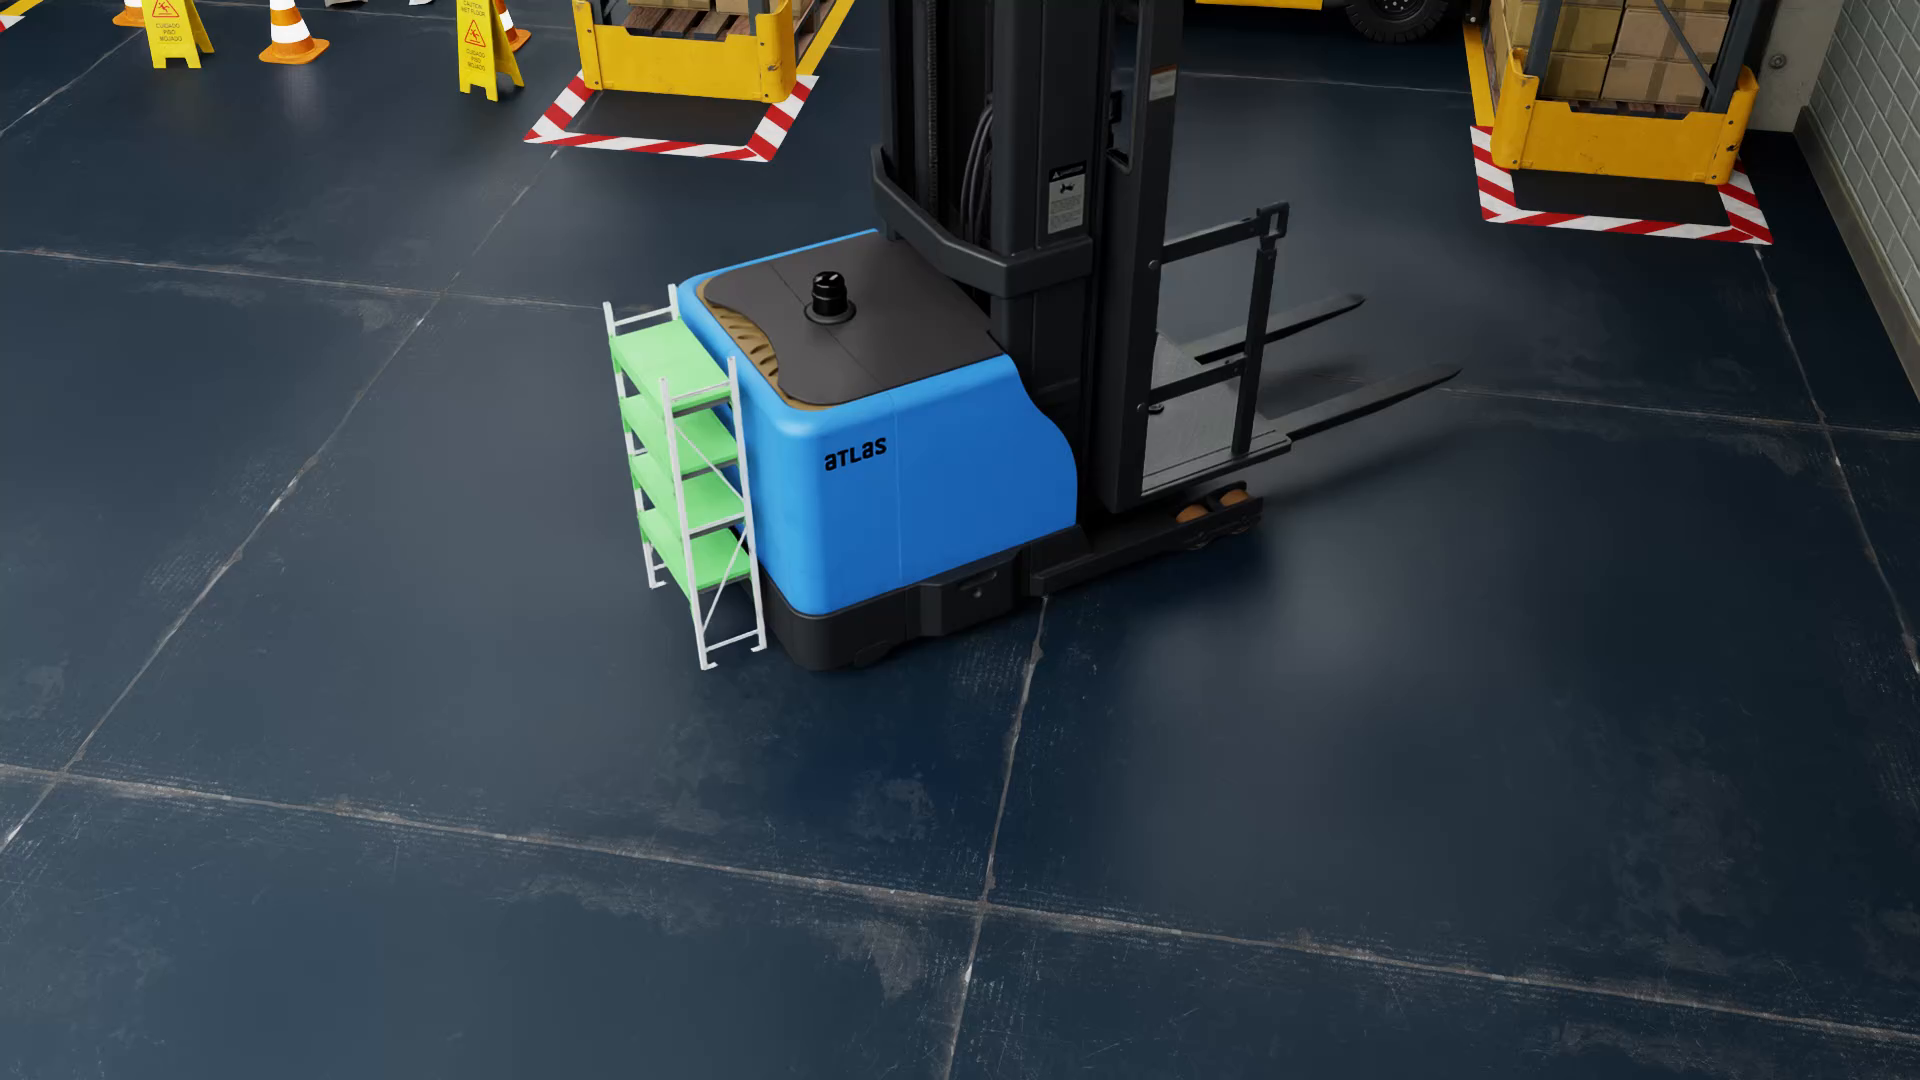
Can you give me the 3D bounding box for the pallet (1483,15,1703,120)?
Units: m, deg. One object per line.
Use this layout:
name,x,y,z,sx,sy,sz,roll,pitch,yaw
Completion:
pallet,3.453,-2.546,9.163,1.003,0.211,1.213,6,40,8

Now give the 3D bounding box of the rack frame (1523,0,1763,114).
rack frame,3.362,-3.136,7.689,1.000,3.000,0.127,6,40,8

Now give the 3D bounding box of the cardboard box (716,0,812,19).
cardboard box,-1.116,-3.259,9.666,0.500,0.250,0.500,6,40,7

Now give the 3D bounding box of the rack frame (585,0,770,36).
rack frame,-1.528,-3.681,8.348,1.000,3.000,0.127,6,40,8

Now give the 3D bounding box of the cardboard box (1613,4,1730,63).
cardboard box,3.648,-2.703,8.601,0.500,0.250,0.500,7,40,8

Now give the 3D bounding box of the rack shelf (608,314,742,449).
rack shelf,-0.905,-0.509,5.270,0.258,0.148,0.480,-20,43,-22

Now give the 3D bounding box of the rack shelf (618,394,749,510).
rack shelf,-0.904,-0.324,5.423,0.258,0.148,0.480,-20,43,-22

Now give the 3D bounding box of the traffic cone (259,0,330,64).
traffic cone,-3.876,-3.024,9.545,0.336,0.463,0.334,6,40,8

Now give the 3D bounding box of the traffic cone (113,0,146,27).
traffic cone,-4.930,-3.362,9.954,0.336,0.463,0.334,6,40,8

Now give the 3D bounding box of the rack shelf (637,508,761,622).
rack shelf,-0.902,0.045,5.730,0.258,0.148,0.480,-20,43,-22

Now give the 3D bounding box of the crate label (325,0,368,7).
crate label,-3.801,-3.399,10.254,0.250,0.136,0.298,-13,41,-15

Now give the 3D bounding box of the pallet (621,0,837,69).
pallet,-1.339,-3.160,9.906,1.003,0.211,1.213,6,40,8

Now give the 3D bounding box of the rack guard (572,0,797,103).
rack guard,-1.515,-2.765,9.202,1.175,0.500,0.348,6,40,8

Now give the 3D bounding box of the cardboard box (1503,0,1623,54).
cardboard box,3.138,-2.771,8.683,0.500,0.250,0.500,6,40,7

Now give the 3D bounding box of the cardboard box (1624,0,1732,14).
cardboard box,3.631,-2.904,8.452,0.500,0.250,0.500,6,40,7

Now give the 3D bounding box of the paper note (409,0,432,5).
paper note,-3.325,-3.349,10.277,0.148,0.019,0.142,-6,40,-8

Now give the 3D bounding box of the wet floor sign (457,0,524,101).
wet floor sign,-2.615,-2.772,9.097,0.267,0.644,0.232,20,44,23

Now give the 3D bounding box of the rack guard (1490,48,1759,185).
rack guard,3.358,-2.157,8.467,1.175,0.500,0.348,6,40,8

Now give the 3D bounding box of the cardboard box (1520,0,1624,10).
cardboard box,3.134,-2.947,8.504,0.500,0.250,0.500,8,40,9

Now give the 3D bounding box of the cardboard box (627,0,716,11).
cardboard box,-1.649,-3.335,9.758,0.500,0.250,0.500,6,40,7

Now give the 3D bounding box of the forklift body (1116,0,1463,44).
forklift body,1.893,-4.200,9.642,2.313,2.155,1.214,6,40,8

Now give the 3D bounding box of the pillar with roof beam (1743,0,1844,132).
pillar with roof beam,0.130,-6.260,6.760,9.100,9.000,0.400,6,40,8

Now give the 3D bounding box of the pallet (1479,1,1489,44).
pallet,3.666,-3.309,10.087,1.003,0.211,1.213,6,40,8

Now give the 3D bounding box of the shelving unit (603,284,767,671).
shelving unit,-0.903,-0.189,5.536,0.258,1.200,0.503,-20,43,-22

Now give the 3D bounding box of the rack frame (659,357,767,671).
rack frame,-0.784,-0.053,5.371,0.240,1.200,0.015,-20,43,-22

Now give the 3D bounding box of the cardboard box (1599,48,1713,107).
cardboard box,3.639,-2.525,8.778,0.500,0.250,0.500,7,40,8

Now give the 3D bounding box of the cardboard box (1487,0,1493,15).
cardboard box,3.323,-3.192,9.585,0.500,0.250,0.500,7,40,8

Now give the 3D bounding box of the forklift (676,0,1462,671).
forklift,0.553,-1.369,5.605,3.031,2.935,1.130,-20,43,-22

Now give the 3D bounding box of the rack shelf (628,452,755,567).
rack shelf,-0.903,-0.140,5.576,0.258,0.148,0.480,-20,43,-22

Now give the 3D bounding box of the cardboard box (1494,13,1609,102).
cardboard box,3.132,-2.568,8.830,0.500,0.250,0.500,7,40,8

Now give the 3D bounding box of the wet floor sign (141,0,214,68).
wet floor sign,-4.475,-3.019,9.396,0.267,0.644,0.232,0,40,0

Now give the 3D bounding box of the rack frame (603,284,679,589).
rack frame,-1.022,-0.325,5.700,0.240,1.200,0.015,-20,43,-22

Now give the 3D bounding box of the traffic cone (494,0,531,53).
traffic cone,-2.724,-3.115,9.655,0.336,0.463,0.334,6,40,8

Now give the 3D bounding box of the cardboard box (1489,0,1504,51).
cardboard box,3.227,-2.879,9.206,0.500,0.250,0.500,6,40,8
